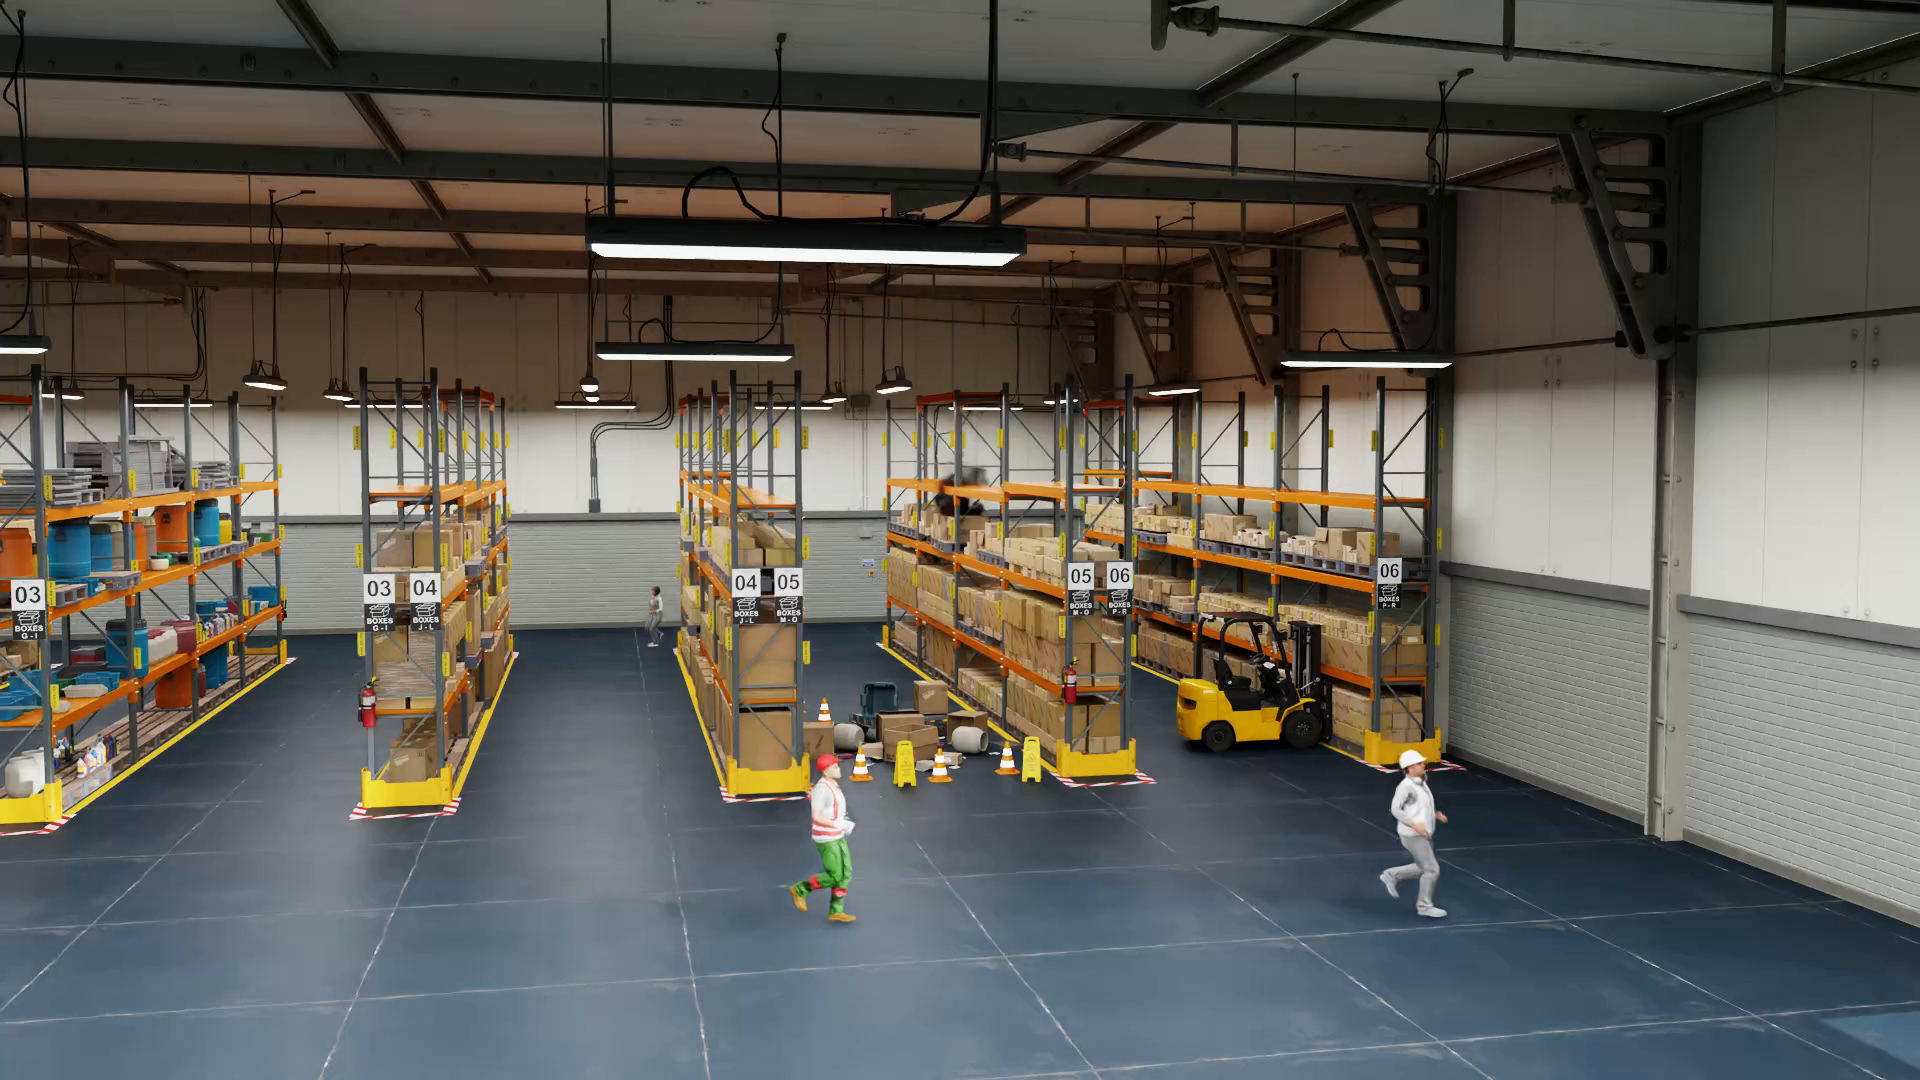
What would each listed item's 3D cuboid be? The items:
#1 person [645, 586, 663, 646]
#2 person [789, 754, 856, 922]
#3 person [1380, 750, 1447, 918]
[{"bbox_3d":[-7.365,1.860,40.294,0.536,1.487,0.619,-3,4,-37],"label":"person"},{"bbox_3d":[-1.407,3.095,17.319,0.720,1.750,0.653,1,3,12],"label":"person"},{"bbox_3d":[4.790,3.090,17.591,0.754,1.731,0.666,2,4,32],"label":"person"}]
